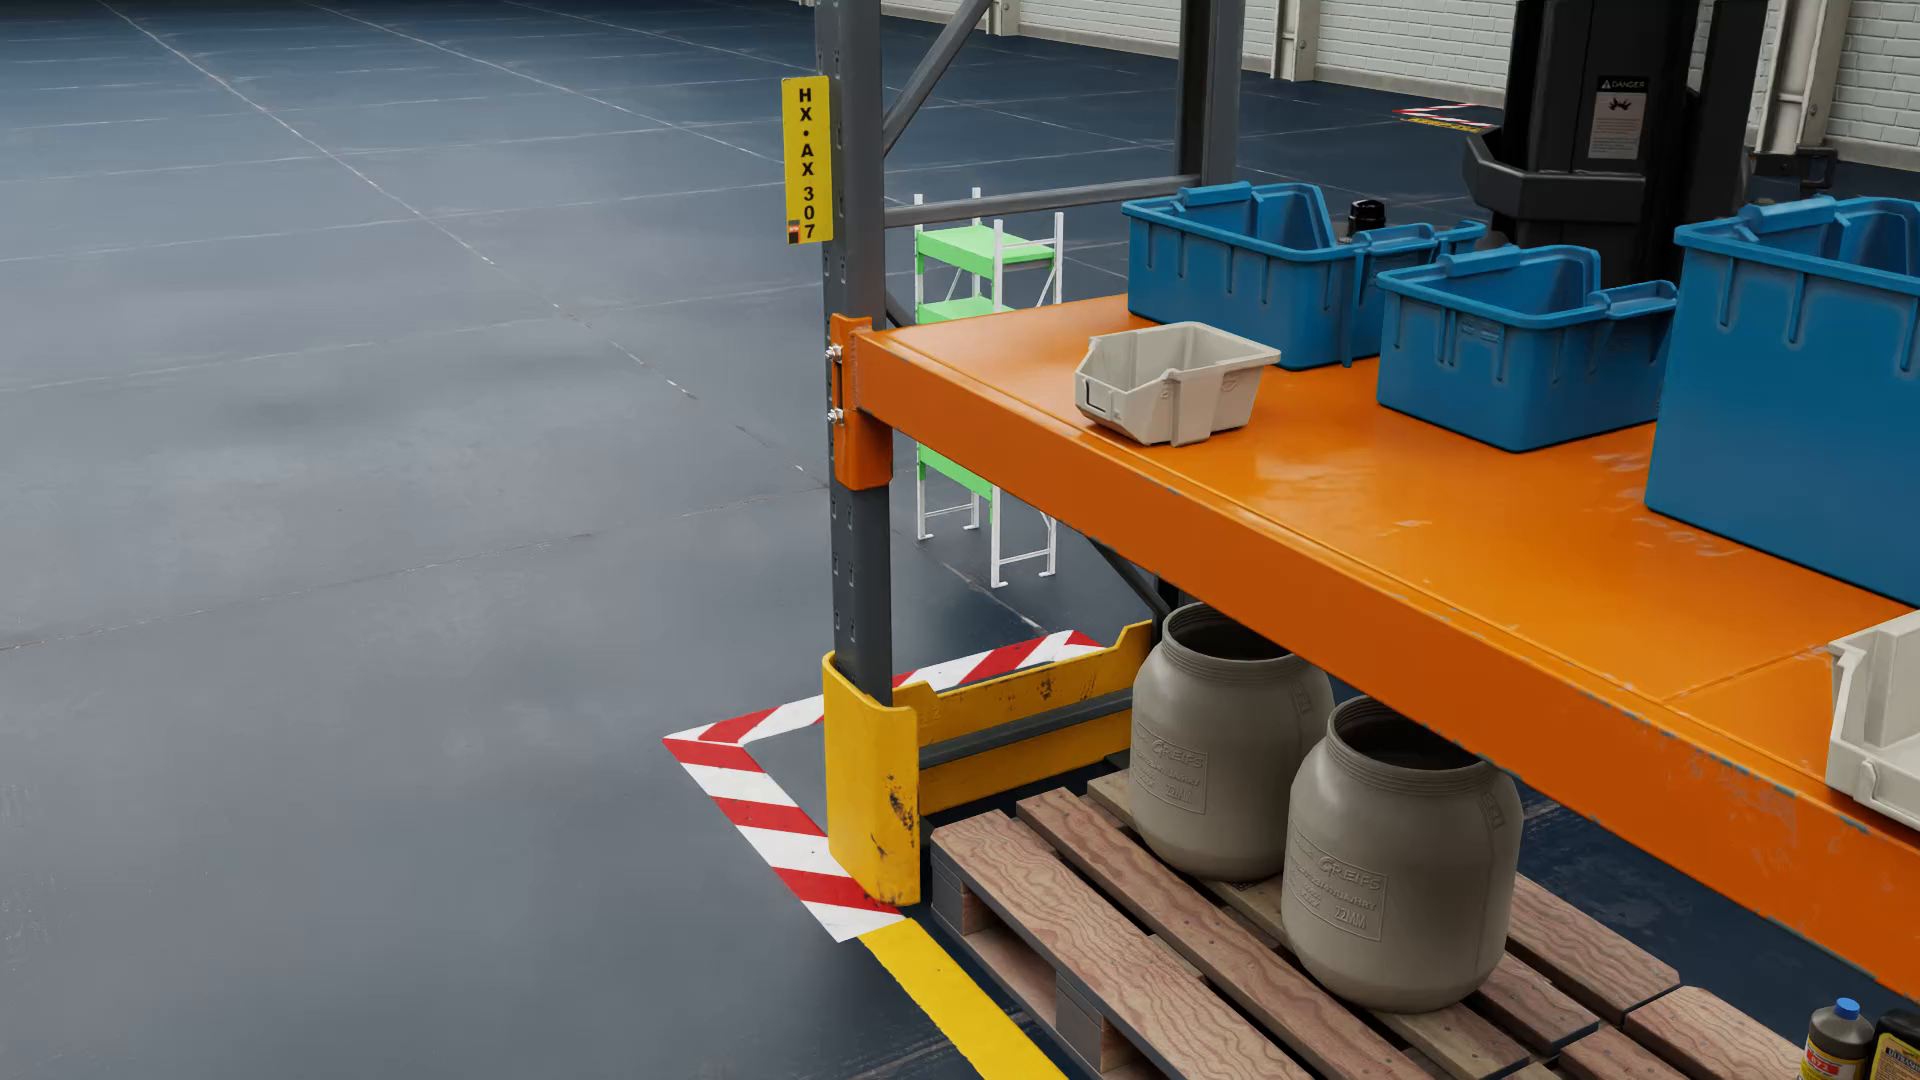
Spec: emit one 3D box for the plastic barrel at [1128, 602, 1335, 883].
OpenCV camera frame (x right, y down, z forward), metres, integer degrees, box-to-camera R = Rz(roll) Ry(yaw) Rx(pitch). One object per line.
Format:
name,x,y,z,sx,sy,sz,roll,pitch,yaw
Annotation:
plastic barrel,0.573,0.423,3.533,0.421,0.512,0.421,0,22,0

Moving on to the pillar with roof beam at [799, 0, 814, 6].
pillar with roof beam,-6.171,-12.299,24.118,9.100,9.000,0.400,-13,25,-28

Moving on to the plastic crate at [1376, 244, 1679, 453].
plastic crate,1.011,-0.348,2.882,0.499,0.251,0.408,-13,25,-28

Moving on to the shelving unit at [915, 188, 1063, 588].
shelving unit,0.085,-0.502,5.454,0.258,1.200,0.503,-13,25,-28

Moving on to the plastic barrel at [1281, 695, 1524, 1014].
plastic barrel,0.829,0.586,3.133,0.421,0.512,0.421,0,22,0

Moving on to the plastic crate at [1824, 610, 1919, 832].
plastic crate,1.167,0.207,1.669,0.530,0.136,0.437,-13,25,-28

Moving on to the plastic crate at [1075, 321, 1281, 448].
plastic crate,0.352,-0.259,2.816,0.298,0.136,0.250,-13,25,-28

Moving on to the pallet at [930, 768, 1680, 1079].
pallet,0.661,0.838,3.468,1.003,0.211,1.213,-13,25,-28

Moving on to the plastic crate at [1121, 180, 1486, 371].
plastic crate,0.684,-0.560,3.402,0.499,0.251,0.616,-13,25,-28

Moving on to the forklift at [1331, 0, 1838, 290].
forklift,2.347,-1.174,4.807,3.031,2.935,1.130,4,23,11

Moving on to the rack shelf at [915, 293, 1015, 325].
rack shelf,0.085,-0.665,5.387,0.258,0.148,0.480,-13,25,-28

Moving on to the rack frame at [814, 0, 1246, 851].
rack frame,0.171,-0.733,3.631,1.000,3.000,0.127,-13,25,-28

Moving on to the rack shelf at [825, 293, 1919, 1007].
rack shelf,1.193,0.248,2.174,1.077,0.370,4.000,-13,25,-28

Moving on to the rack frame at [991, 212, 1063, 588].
rack frame,0.209,-0.423,5.259,0.240,1.200,0.015,-13,25,-28

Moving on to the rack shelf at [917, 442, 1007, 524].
rack shelf,0.085,-0.221,5.568,0.258,0.148,0.480,-13,25,-28

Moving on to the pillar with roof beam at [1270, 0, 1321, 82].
pillar with roof beam,-0.041,-8.414,14.561,9.100,9.000,0.400,-13,25,-28

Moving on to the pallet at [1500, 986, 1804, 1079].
pallet,1.280,1.233,2.498,1.003,0.211,1.213,-13,25,-28

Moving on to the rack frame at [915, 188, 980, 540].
rack frame,-0.040,-0.581,5.648,0.240,1.200,0.015,-13,25,-28

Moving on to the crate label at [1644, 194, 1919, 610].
crate label,1.344,-0.206,2.287,0.502,0.435,0.616,-13,25,-28

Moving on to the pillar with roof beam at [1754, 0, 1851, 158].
pillar with roof beam,3.024,-6.472,9.783,9.100,9.000,0.400,-13,25,-28

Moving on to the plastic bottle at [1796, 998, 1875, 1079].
plastic bottle,1.486,0.870,2.820,0.097,0.201,0.097,0,22,0

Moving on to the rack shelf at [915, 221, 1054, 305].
rack shelf,0.085,-0.888,5.297,0.258,0.148,0.480,-13,25,-28

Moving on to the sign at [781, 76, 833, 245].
sign,-0.304,-0.757,3.322,0.100,0.325,0.005,-13,25,-28

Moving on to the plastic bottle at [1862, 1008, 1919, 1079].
plastic bottle,1.562,0.866,2.720,0.061,0.283,0.133,-12,25,-27

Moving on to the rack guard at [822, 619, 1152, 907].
rack guard,0.251,0.441,4.064,1.175,0.500,0.348,-13,25,-28

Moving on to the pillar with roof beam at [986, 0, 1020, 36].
pillar with roof beam,-3.106,-10.356,19.340,9.100,9.000,0.400,-13,25,-28
